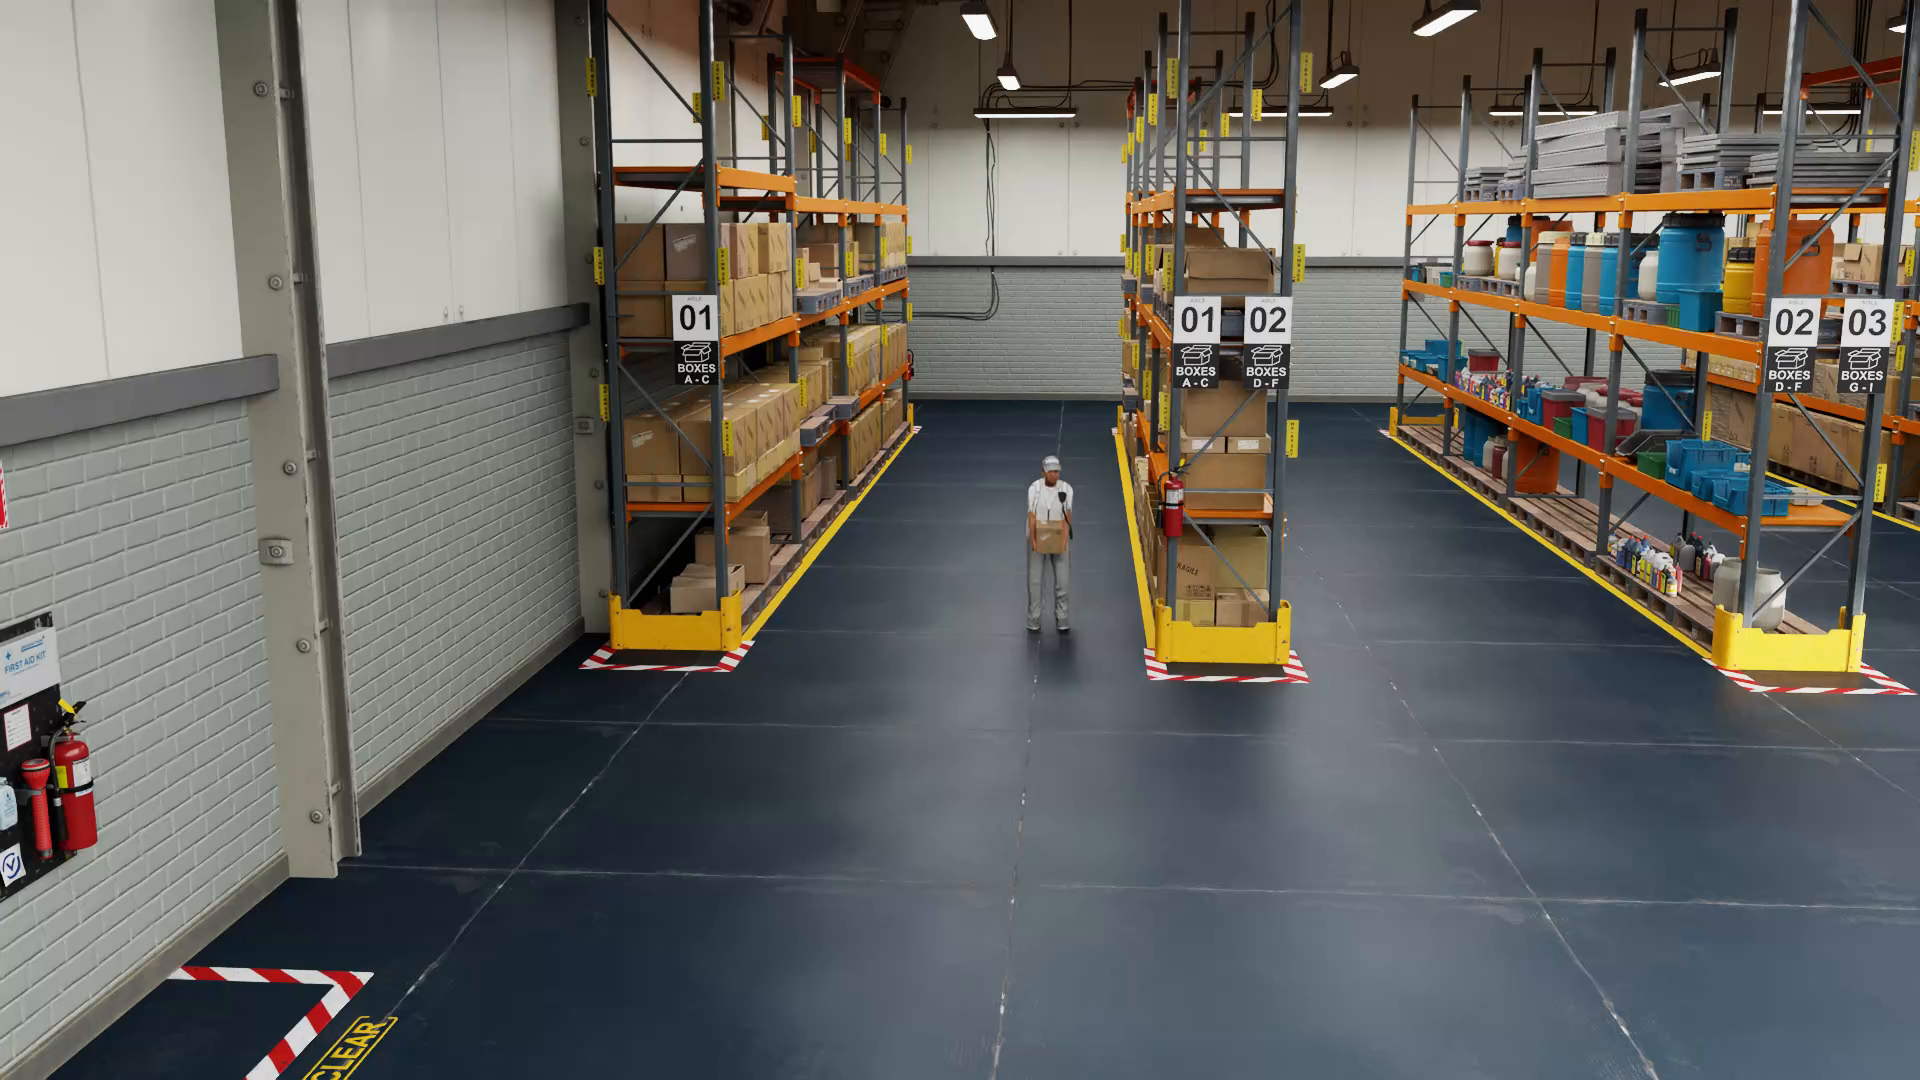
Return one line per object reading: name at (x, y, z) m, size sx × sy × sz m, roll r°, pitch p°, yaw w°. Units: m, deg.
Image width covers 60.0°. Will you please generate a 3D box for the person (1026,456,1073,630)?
person at (0.850, 0.032, 15.795) m, size 0.452 × 1.660 × 0.560 m, roll 0°, pitch 11°, yaw 1°
